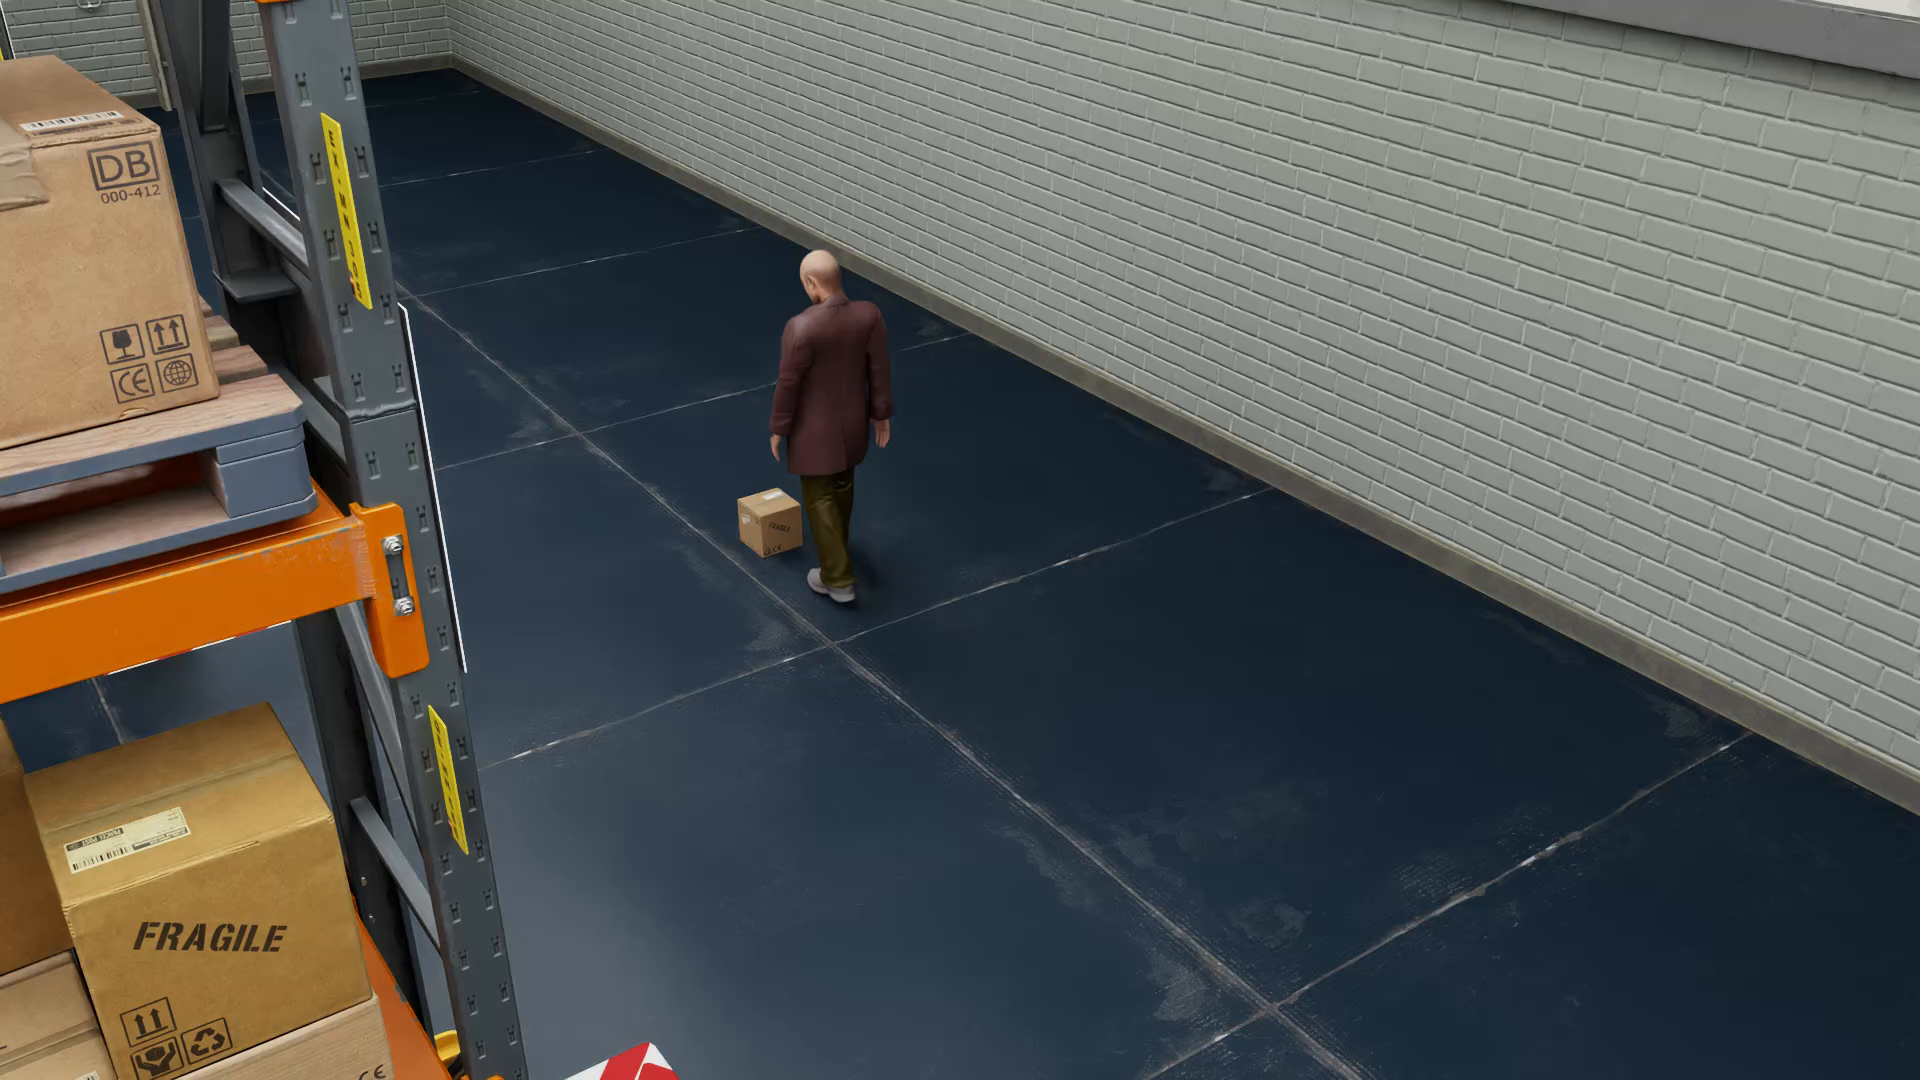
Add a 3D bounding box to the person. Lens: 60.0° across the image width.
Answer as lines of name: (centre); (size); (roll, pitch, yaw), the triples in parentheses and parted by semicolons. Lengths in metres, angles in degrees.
person: (-0.733, -0.545, 8.217); (0.574, 1.840, 0.496); (-18, 33, -30)
